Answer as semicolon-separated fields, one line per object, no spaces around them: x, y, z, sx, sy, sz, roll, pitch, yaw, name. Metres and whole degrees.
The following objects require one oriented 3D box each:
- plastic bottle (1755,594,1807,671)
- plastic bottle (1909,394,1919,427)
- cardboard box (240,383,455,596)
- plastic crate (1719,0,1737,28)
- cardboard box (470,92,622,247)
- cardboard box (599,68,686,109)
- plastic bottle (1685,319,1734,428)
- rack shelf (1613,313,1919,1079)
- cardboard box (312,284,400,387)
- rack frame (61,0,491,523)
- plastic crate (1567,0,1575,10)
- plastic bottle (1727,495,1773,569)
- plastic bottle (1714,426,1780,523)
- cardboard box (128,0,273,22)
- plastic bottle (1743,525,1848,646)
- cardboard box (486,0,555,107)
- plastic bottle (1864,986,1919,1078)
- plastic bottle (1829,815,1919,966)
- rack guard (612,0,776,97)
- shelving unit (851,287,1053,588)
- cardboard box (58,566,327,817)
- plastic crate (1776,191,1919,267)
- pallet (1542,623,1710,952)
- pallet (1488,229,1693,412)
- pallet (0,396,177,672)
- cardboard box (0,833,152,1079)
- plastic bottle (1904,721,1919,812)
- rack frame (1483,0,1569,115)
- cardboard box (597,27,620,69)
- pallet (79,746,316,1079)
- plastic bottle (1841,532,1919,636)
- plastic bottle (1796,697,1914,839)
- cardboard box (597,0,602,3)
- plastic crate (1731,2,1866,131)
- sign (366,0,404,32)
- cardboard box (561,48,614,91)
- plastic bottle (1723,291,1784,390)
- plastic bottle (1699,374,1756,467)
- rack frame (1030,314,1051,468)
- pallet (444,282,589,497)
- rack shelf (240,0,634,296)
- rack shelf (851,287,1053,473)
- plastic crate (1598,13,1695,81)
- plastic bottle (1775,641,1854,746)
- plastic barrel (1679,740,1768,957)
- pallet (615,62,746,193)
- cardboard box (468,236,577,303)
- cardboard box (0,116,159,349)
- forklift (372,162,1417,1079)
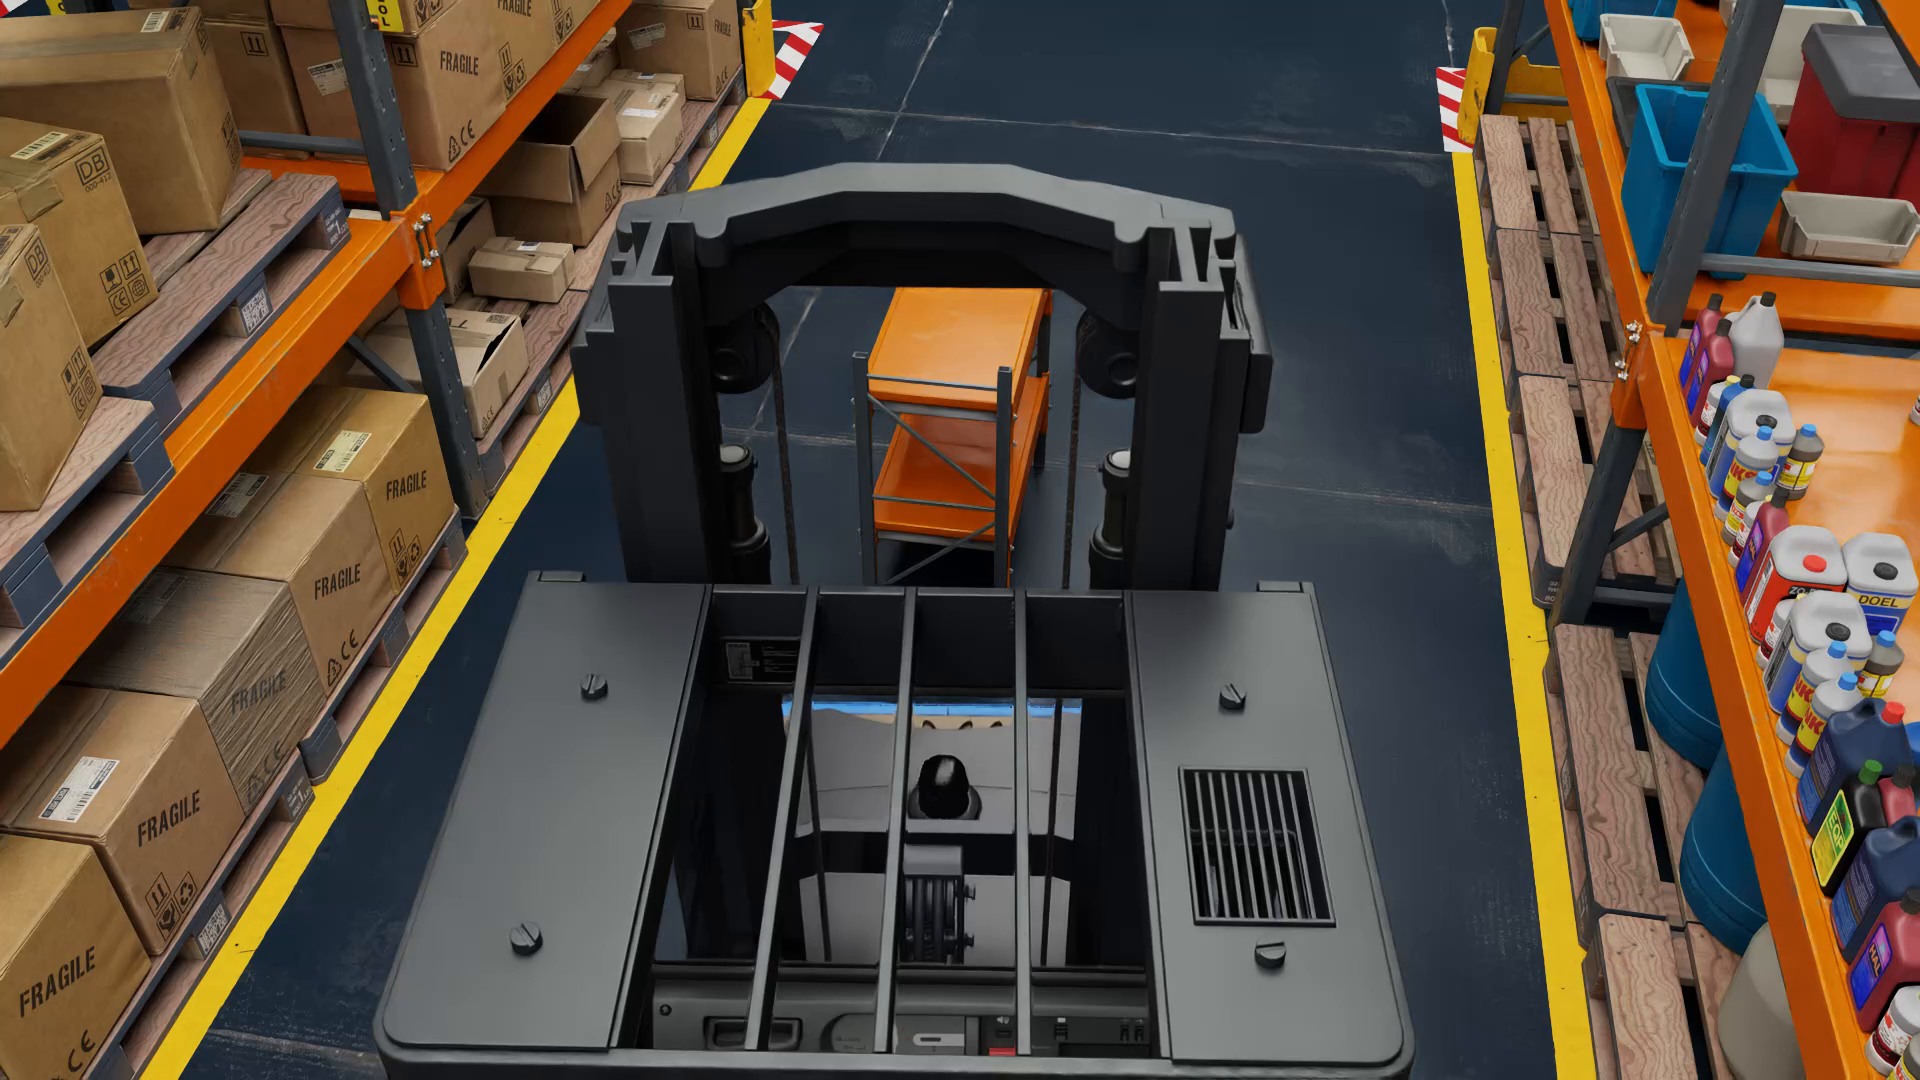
1.898;0.209;3.799;0.097;0.201;0.097;0;40;0;plastic bottle
2.685;-0.409;4.547;0.097;0.201;0.097;0;40;0;plastic bottle
-2.120;-0.180;5.731;0.500;0.500;0.500;6;40;7;cardboard box
3.169;-2.121;6.622;0.298;0.136;0.250;6;40;8;plastic crate
-1.997;-1.703;7.569;0.797;0.503;0.637;6;40;8;cardboard box
-1.635;-2.291;8.545;0.380;0.166;0.250;6;40;8;cardboard box
2.054;-0.455;4.538;0.061;0.283;0.133;6;40;8;plastic bottle
2.215;0.765;3.535;1.077;0.370;4.000;6;40;8;rack shelf
-2.498;-0.910;6.614;0.500;0.500;0.500;6;40;8;cardboard box
-2.317;-1.315;5.487;1.000;3.000;0.127;6;40;8;rack frame
2.658;-2.291;6.751;0.416;0.233;0.300;6;40;8;plastic crate
1.962;-0.020;4.076;0.097;0.201;0.097;0;40;0;plastic bottle
1.995;-0.169;4.202;0.097;0.271;0.097;0;40;0;plastic bottle
-2.484;-2.085;5.555;0.500;0.500;0.500;7;40;8;cardboard box
1.945;0.110;3.860;0.152;0.276;0.135;6;40;8;plastic bottle
-1.875;-1.966;6.195;0.500;0.500;0.500;7;40;8;cardboard box
1.714;0.876;2.992;0.097;0.201;0.097;0;40;0;plastic bottle
1.785;0.649;3.150;0.144;0.351;0.185;6;40;8;plastic bottle
-1.638;-2.815;9.262;1.175;0.500;0.348;6;40;8;rack guard
0.001;-0.438;5.897;0.538;1.125;1.048;6;40;8;shelving unit
-2.301;0.444;4.976;0.500;0.500;0.500;7;40;8;cardboard box
2.782;-0.965;5.223;0.396;0.136;0.243;6;40;8;plastic crate
2.386;0.787;5.132;1.003;0.211;1.213;6;40;8;pallet
2.859;-0.926;7.204;1.003;0.211;1.213;6;40;8;pallet
-2.677;0.048;3.989;1.003;0.211;1.213;6;40;8;pallet
-2.472;1.091;4.193;0.500;0.500;0.500;6;40;7;cardboard box
1.967;0.466;3.434;0.097;0.271;0.097;0;40;0;plastic bottle
3.253;-3.277;7.860;1.000;3.000;0.127;6;40;8;rack frame
-2.036;-2.672;9.020;0.380;0.149;0.250;6;40;8;cardboard box
-2.629;1.042;4.824;1.003;0.211;1.213;6;40;8;pallet
2.095;0.127;3.839;0.152;0.276;0.135;6;40;8;plastic bottle
1.840;0.449;3.391;0.144;0.351;0.185;6;40;8;plastic bottle
-1.700;-2.599;6.960;0.500;0.500;0.500;6;40;7;cardboard box
3.007;-1.682;5.977;0.437;0.282;0.530;6;40;8;plastic crate
-1.770;-1.703;5.047;0.100;0.325;0.005;6;40;8;sign
-2.085;-2.312;8.505;0.500;0.250;0.500;6;40;8;cardboard box
2.174;-0.537;4.585;0.144;0.351;0.185;6;40;8;plastic bottle
2.035;-0.315;4.378;0.097;0.271;0.097;0;40;0;plastic bottle
0.089;-0.757;6.283;0.500;1.125;0.032;6;40;8;rack frame
-2.197;-0.672;6.897;1.003;0.211;1.213;6;40;8;pallet
-1.971;-2.293;7.234;1.077;0.370;4.000;6;40;8;rack shelf
0.001;-0.663;5.710;0.538;0.278;1.000;6;40;8;rack shelf
2.566;-1.814;6.250;0.293;0.136;0.466;6;40;8;plastic crate
1.858;0.328;3.601;0.097;0.271;0.097;0;40;0;plastic bottle
2.328;0.664;4.410;0.600;0.901;0.708;6;40;8;plastic barrel
-1.775;-2.203;8.749;1.003;0.211;1.213;6;40;8;pallet
-1.891;-1.177;7.197;0.380;0.166;0.250;6;40;8;cardboard box
-2.676;-0.805;4.461;0.700;0.500;0.500;12;41;15;cardboard box
-0.062;1.035;2.698;1.130;2.935;3.031;1;40;1;forklift
